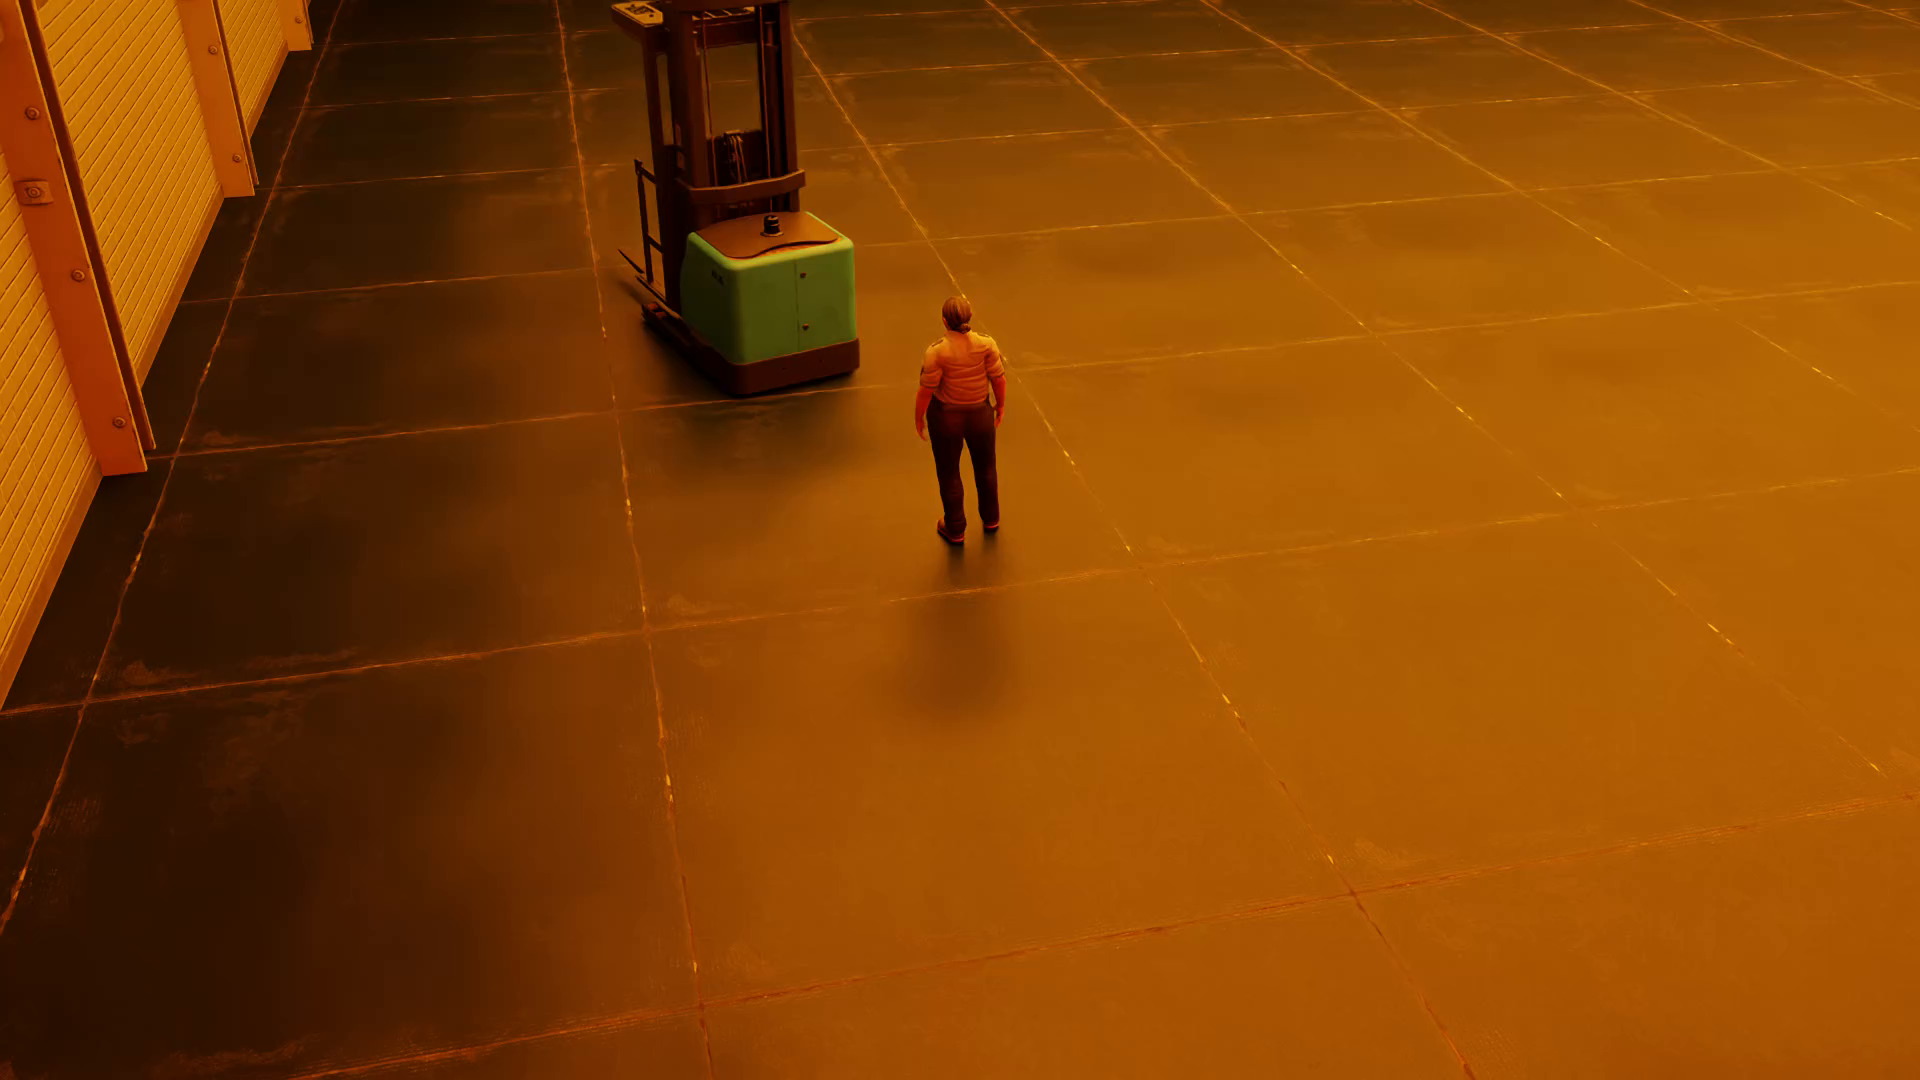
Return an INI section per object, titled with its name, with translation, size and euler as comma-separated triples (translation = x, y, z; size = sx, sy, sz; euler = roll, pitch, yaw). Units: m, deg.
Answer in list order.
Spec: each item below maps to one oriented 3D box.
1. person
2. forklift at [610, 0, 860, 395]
[person]
translation = 0.001, -0.766, 10.163
size = 0.598, 1.651, 0.503
euler = -7, 31, -12
[forklift]
translation = -1.927, -3.041, 12.828
size = 1.130, 2.935, 3.031
euler = -16, 34, -25
